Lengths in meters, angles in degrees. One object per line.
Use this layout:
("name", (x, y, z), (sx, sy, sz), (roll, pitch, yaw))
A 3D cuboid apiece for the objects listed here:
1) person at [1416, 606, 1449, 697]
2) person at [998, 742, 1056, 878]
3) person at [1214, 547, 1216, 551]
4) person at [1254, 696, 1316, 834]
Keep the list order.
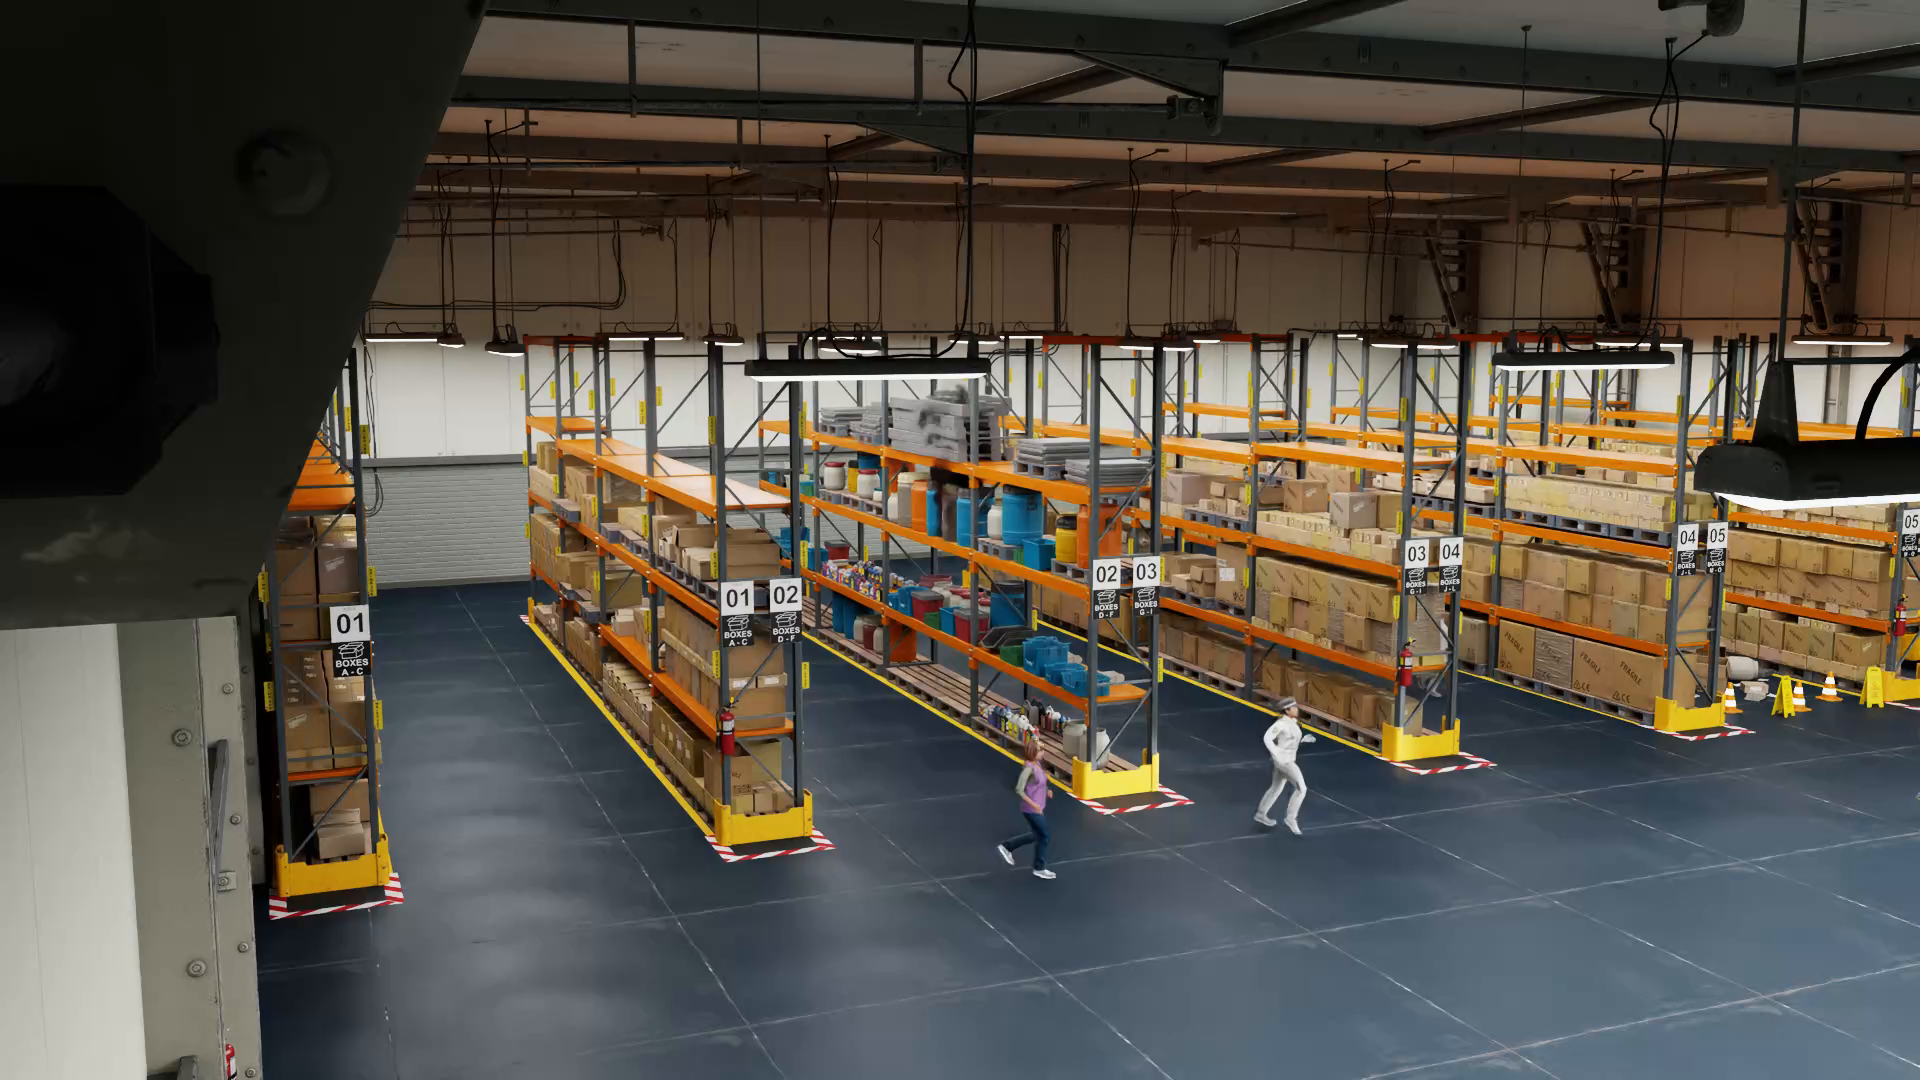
("person", (7.996, 1.828, 27.931), (0.607, 1.624, 0.547), (-6, 10, -38))
("person", (0.768, 3.062, 18.900), (0.669, 1.587, 0.534), (1, 8, 9))
("person", (6.698, -0.147, 42.490), (0.731, 1.780, 0.672), (-3, 8, -20))
("person", (4.030, 2.779, 20.627), (0.730, 1.755, 0.578), (2, 8, 14))
